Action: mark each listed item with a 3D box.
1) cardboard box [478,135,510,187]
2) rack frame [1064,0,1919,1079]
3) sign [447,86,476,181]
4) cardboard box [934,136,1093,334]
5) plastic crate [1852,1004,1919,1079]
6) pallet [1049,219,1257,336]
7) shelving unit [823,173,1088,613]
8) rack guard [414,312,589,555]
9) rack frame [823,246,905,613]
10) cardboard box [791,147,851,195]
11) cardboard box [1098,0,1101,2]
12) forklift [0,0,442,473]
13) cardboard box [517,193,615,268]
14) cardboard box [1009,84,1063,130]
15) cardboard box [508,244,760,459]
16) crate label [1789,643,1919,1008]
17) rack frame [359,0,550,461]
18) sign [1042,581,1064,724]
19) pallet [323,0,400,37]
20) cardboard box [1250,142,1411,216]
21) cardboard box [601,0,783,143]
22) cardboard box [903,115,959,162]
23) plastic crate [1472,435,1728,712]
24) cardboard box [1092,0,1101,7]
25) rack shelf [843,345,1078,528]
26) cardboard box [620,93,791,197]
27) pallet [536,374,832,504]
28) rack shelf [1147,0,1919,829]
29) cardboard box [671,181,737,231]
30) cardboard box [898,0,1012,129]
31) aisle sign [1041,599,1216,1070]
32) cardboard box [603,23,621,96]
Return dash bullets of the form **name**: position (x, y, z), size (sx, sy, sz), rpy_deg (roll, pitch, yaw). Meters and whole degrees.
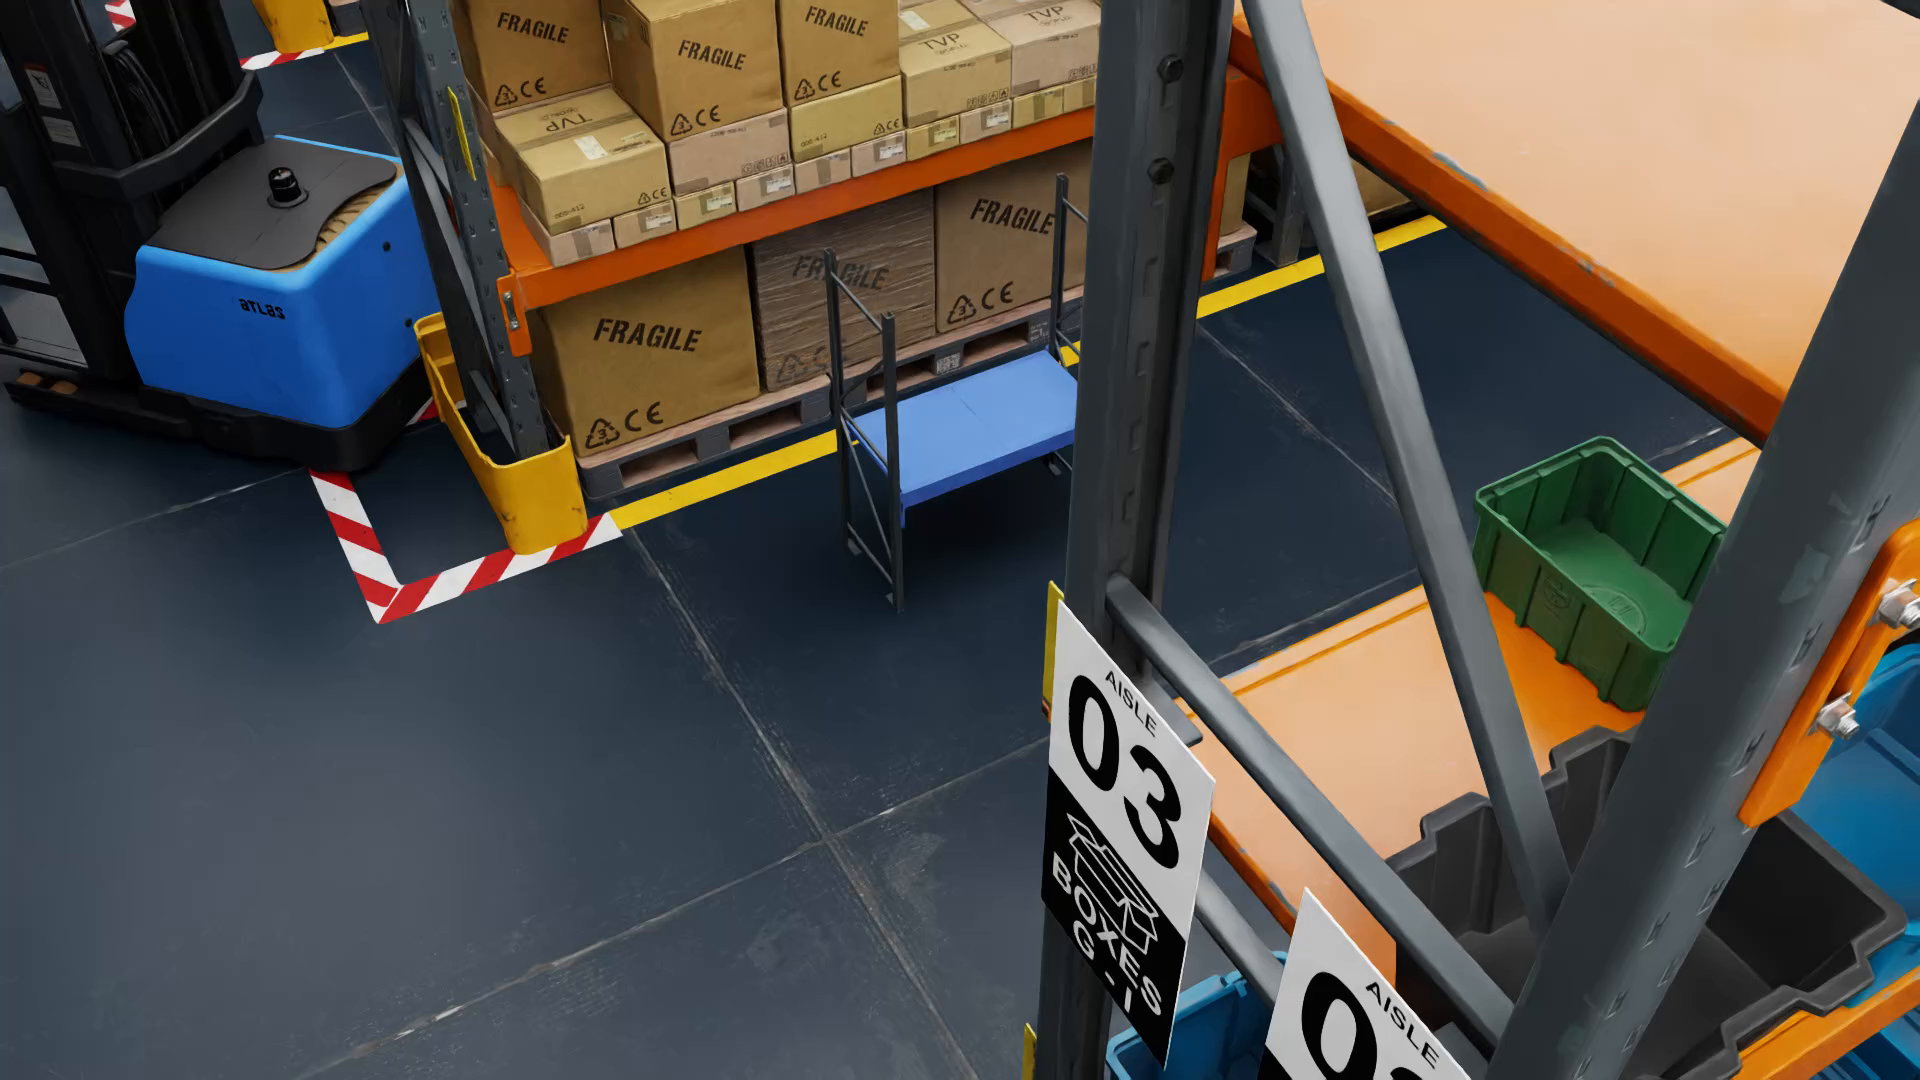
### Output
- **cardboard box**: position (-1.867, -1.647, 6.903), size (0.250, 0.149, 0.380), rpy_deg (-21, 48, -20)
- **rack frame**: position (0.456, -0.577, 1.312), size (0.127, 3.000, 1.000), rpy_deg (-22, 48, -21)
- **sign**: position (-1.740, -1.417, 5.807), size (0.005, 0.325, 0.100), rpy_deg (-22, 48, -21)
- **cardboard box**: position (0.064, -1.698, 7.999), size (0.875, 0.875, 0.875), rpy_deg (-22, 48, -21)
- **plastic crate**: position (2.236, 1.167, 3.900), size (0.300, 0.233, 0.416), rpy_deg (-22, 48, -21)
- **pallet**: position (0.759, -1.585, 8.661), size (1.213, 0.211, 1.003), rpy_deg (-22, 48, -21)
- **shelving unit**: position (0.074, -0.568, 6.688), size (1.048, 1.500, 0.538), rpy_deg (-22, 48, -21)
- **rack guard**: position (-2.032, -0.509, 7.345), size (0.348, 0.500, 1.175), rpy_deg (-22, 48, -21)
- **rack frame**: position (-0.367, -0.391, 6.506), size (0.032, 1.500, 0.500), rpy_deg (-22, 48, -21)
- **cardboard box**: position (-0.649, -1.606, 6.861), size (0.250, 0.149, 0.380), rpy_deg (-23, 49, -22)
- **cardboard box**: position (0.755, -2.632, 7.093), size (0.500, 0.500, 0.500), rpy_deg (-21, 48, -21)
- **forklift**: position (-3.926, -1.965, 7.099), size (3.031, 2.935, 1.130), rpy_deg (13, 46, 13)
- **cardboard box**: position (-1.539, -1.248, 6.492), size (0.250, 0.149, 0.380), rpy_deg (-21, 48, -21)
- **cardboard box**: position (0.242, -1.963, 7.228), size (0.250, 0.149, 0.380), rpy_deg (-23, 48, -22)
- **cardboard box**: position (-1.496, -1.073, 7.356), size (0.875, 0.875, 0.875), rpy_deg (-22, 48, -21)
- **crate label**: position (1.417, 0.428, 2.537), size (0.502, 0.251, 0.408), rpy_deg (-22, 48, -21)
- **rack frame**: position (-2.011, -1.415, 6.483), size (0.127, 3.000, 1.000), rpy_deg (-22, 48, -21)
- **sign**: position (0.168, 0.211, 2.730), size (0.005, 0.325, 0.100), rpy_deg (-22, 48, -21)
- **pallet**: position (-3.607, -3.731, 10.872), size (1.213, 0.211, 1.003), rpy_deg (-22, 48, -21)
- **cardboard box**: position (2.002, -2.425, 8.748), size (0.875, 0.875, 1.225), rpy_deg (-22, 48, -21)
- **cardboard box**: position (-1.027, -1.914, 6.353), size (0.500, 0.500, 0.500), rpy_deg (-23, 49, -22)
- **cardboard box**: position (-0.206, -1.783, 7.043), size (0.250, 0.149, 0.380), rpy_deg (-23, 49, -22)
- **plastic crate**: position (1.169, 0.061, 2.961), size (0.336, 0.188, 0.450), rpy_deg (-22, 48, -21)
- **cardboard box**: position (0.757, -2.363, 7.354), size (0.500, 0.250, 0.500), rpy_deg (-20, 48, -20)
- **rack shelf**: position (0.074, -0.439, 6.813), size (1.000, 0.185, 0.538), rpy_deg (-22, 48, -21)
- **cardboard box**: position (-1.013, -1.655, 6.625), size (0.500, 0.250, 0.500), rpy_deg (-22, 48, -21)
- **pallet**: position (-1.357, -0.739, 7.789), size (1.213, 0.211, 1.003), rpy_deg (-22, 48, -21)
- **rack shelf**: position (2.190, -0.869, 2.417), size (4.000, 0.370, 1.077), rpy_deg (-22, 48, -21)
- **cardboard box**: position (-1.096, -1.427, 6.677), size (0.250, 0.149, 0.380), rpy_deg (-23, 49, -22)
- **cardboard box**: position (-0.126, -2.012, 6.993), size (0.500, 0.250, 0.500), rpy_deg (-23, 49, -22)
- **aisle sign**: position (0.248, 0.491, 2.653), size (0.004, 0.787, 0.394), rpy_deg (-22, 48, -21)
- **cardboard box**: position (-1.283, -1.972, 6.951), size (0.500, 0.250, 0.500), rpy_deg (-23, 49, -22)
